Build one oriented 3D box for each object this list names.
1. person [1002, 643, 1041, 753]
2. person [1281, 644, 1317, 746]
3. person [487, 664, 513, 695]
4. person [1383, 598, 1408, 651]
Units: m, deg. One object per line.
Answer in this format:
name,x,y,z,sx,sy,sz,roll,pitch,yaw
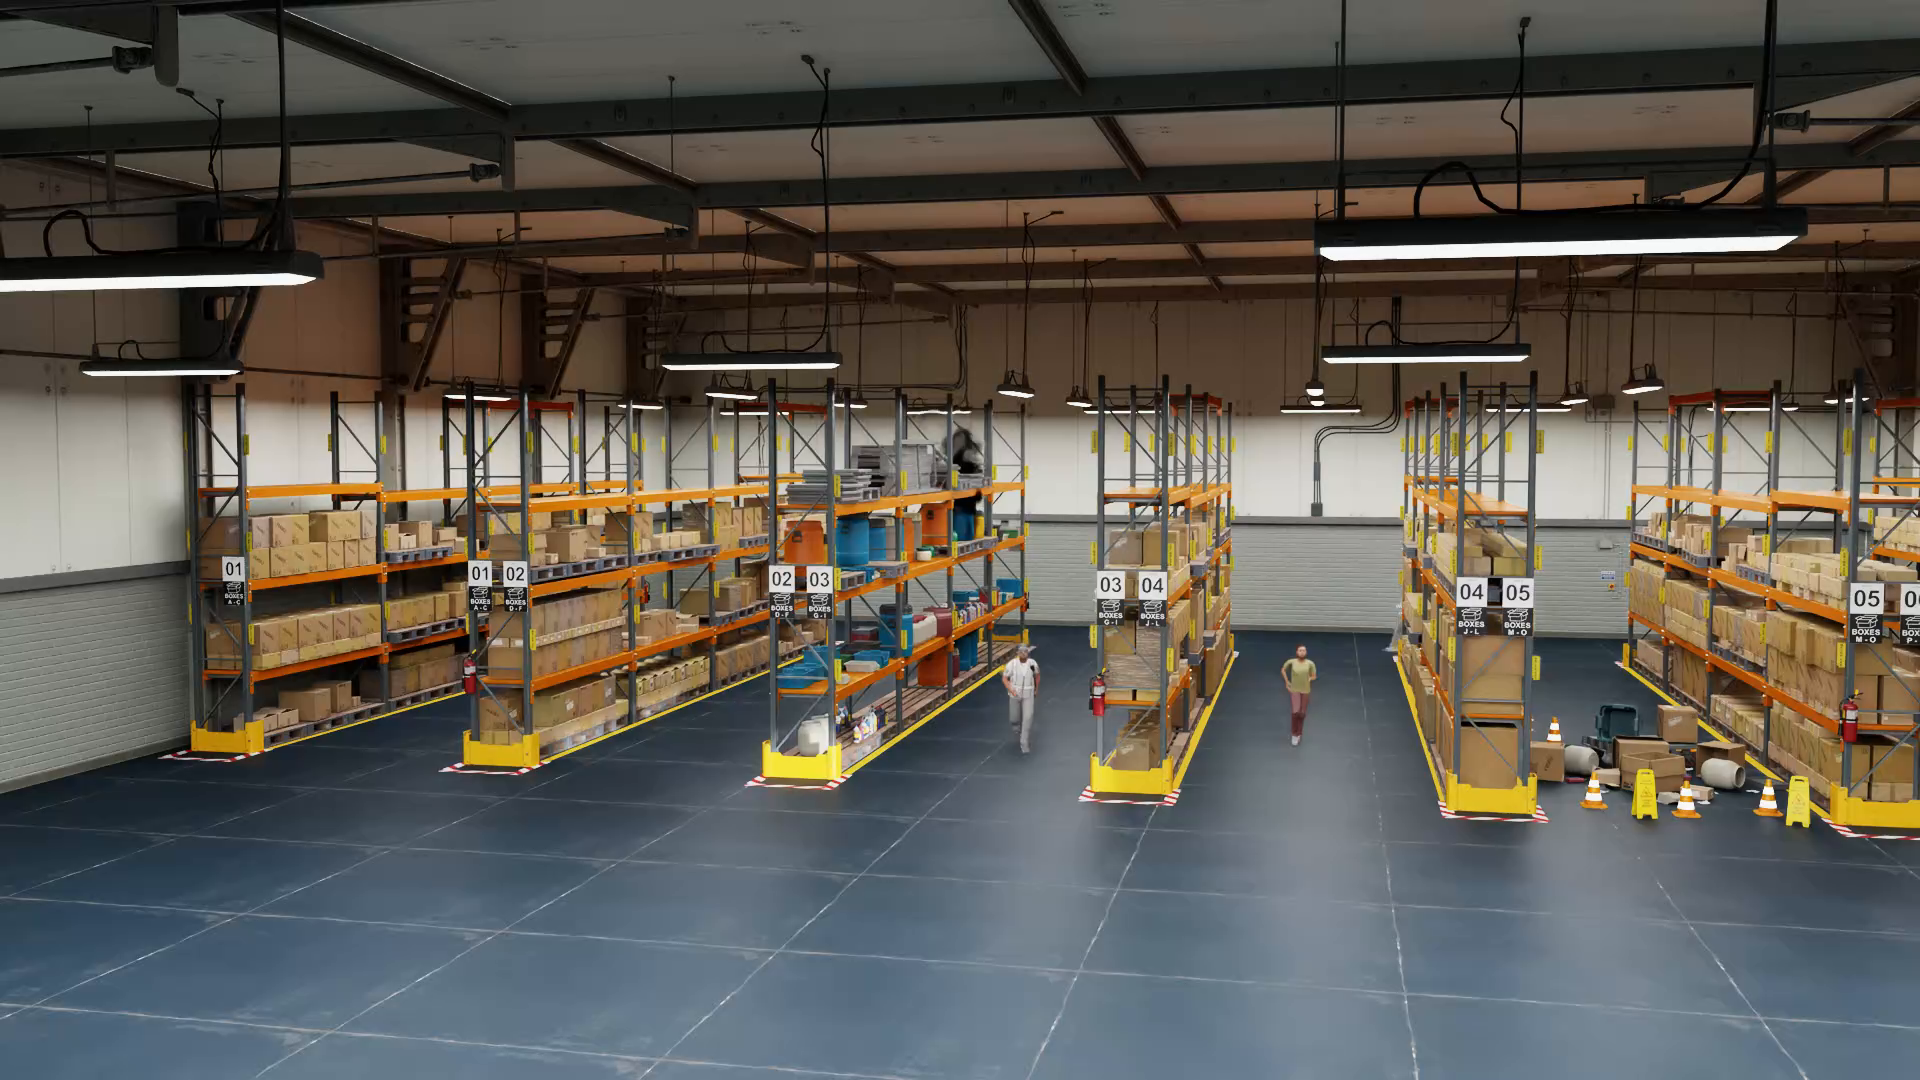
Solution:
person,1.022,2.580,27.520,0.642,1.779,1.028,0,3,2
person,5.690,2.583,27.832,0.555,1.703,0.700,0,3,0
person,-7.949,2.498,28.940,0.627,1.710,0.697,0,3,8
person,10.631,1.885,39.814,1.110,1.685,0.716,2,4,27
